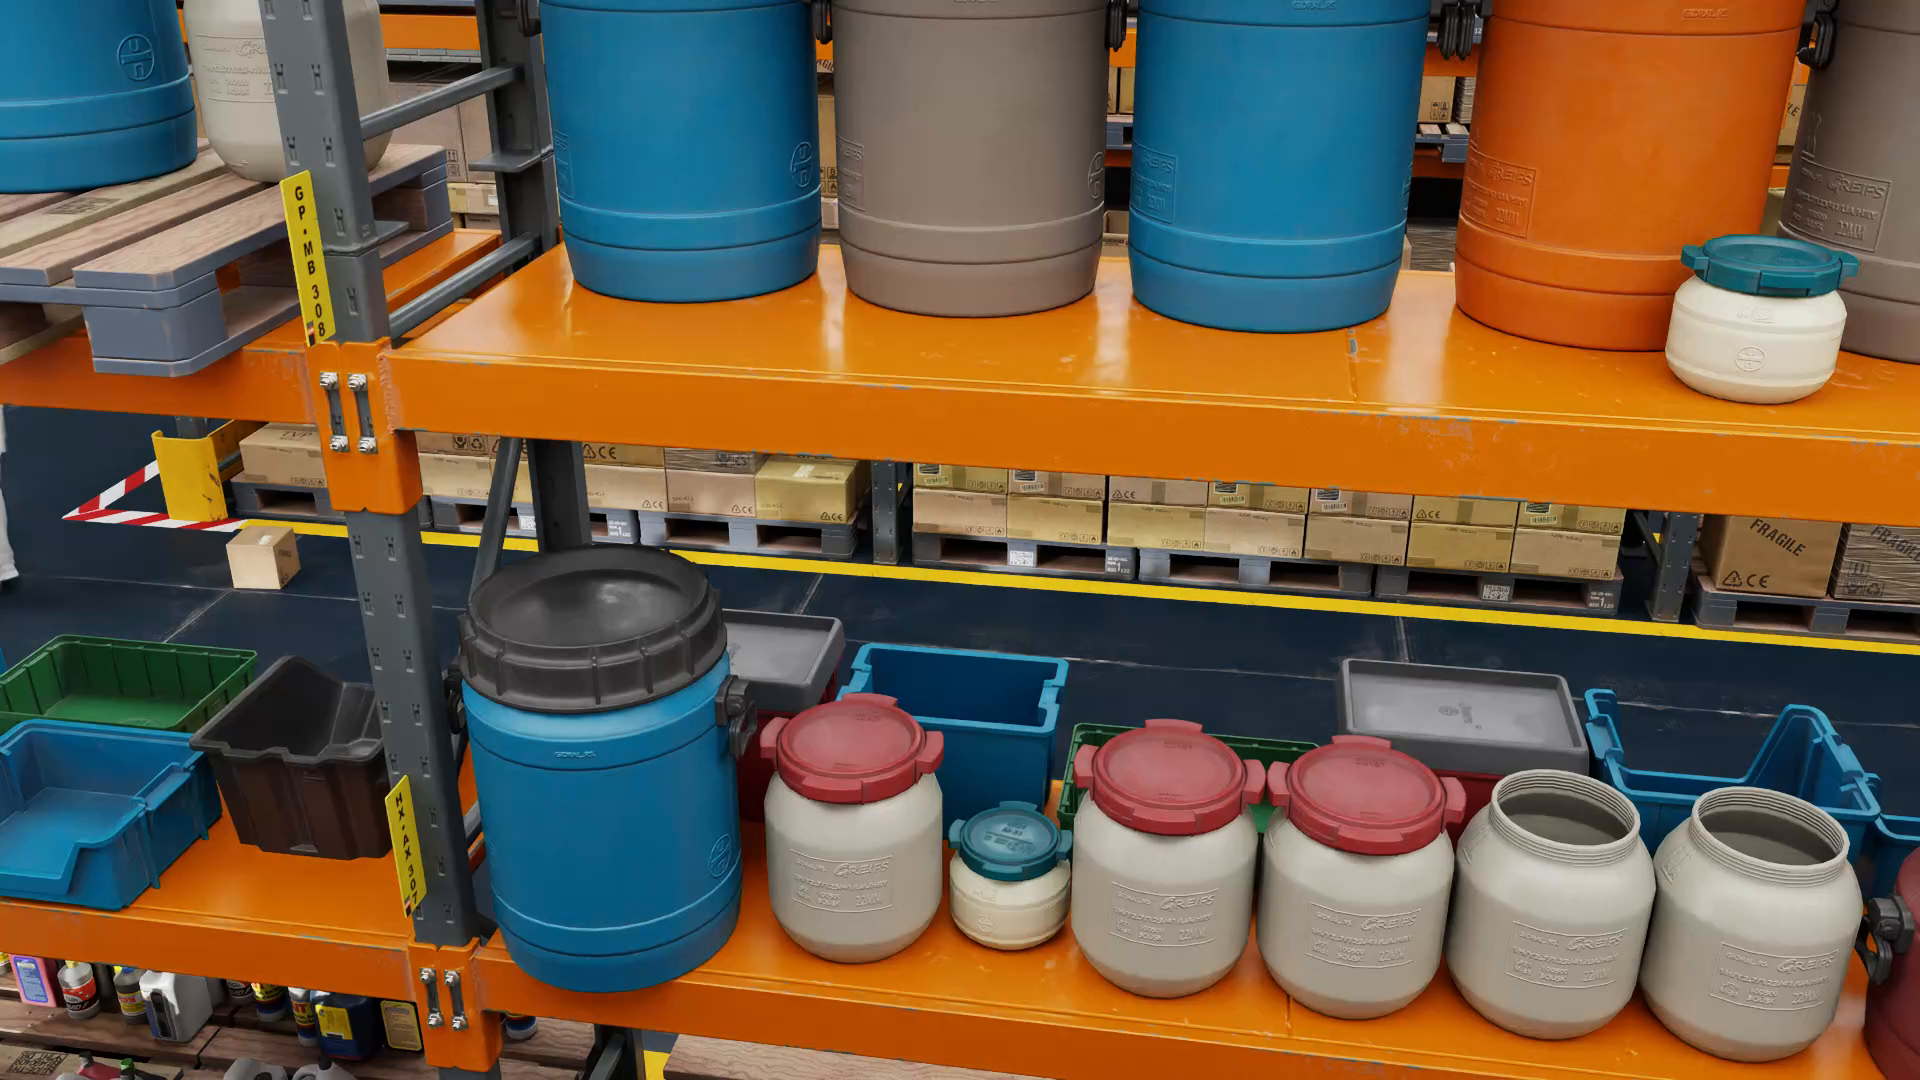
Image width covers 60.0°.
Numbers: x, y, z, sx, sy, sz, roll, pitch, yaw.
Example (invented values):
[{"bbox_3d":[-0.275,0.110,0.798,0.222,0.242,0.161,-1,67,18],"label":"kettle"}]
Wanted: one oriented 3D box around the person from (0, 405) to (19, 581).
[{"bbox_3d":[-5.223,-0.712,8.684,0.614,1.725,1.014,-18,30,-34],"label":"person"}]
